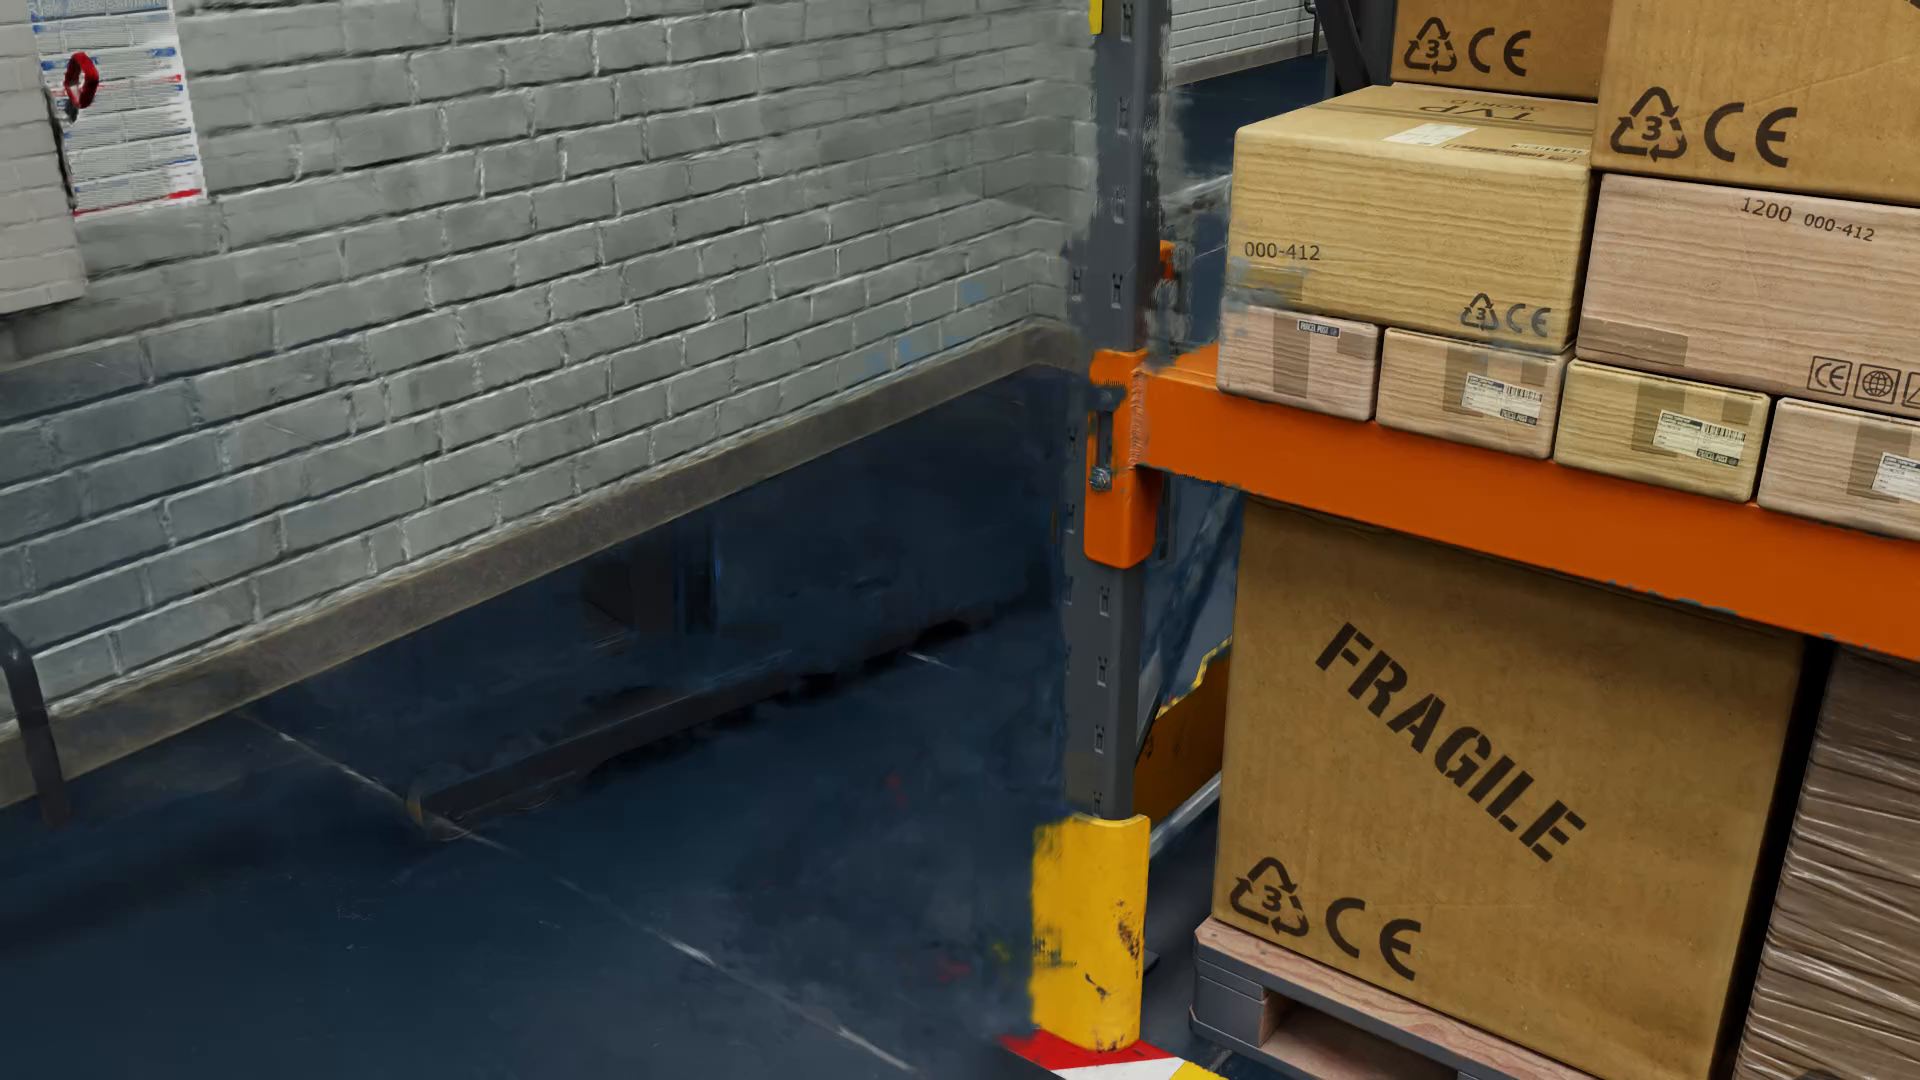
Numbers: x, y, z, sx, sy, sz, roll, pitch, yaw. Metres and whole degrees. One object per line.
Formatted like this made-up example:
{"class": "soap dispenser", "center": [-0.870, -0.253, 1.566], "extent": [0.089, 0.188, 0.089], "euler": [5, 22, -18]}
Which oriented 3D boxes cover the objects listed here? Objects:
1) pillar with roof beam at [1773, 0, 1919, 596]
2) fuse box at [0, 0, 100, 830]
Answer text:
{"class": "pillar with roof beam", "center": [5.235, -7.732, 11.638], "extent": [0.400, 9.000, 9.100], "euler": [17, 29, 33]}
{"class": "fuse box", "center": [3.310, -5.239, 15.019], "extent": [0.414, 1.711, 0.539], "euler": [17, 29, 33]}
